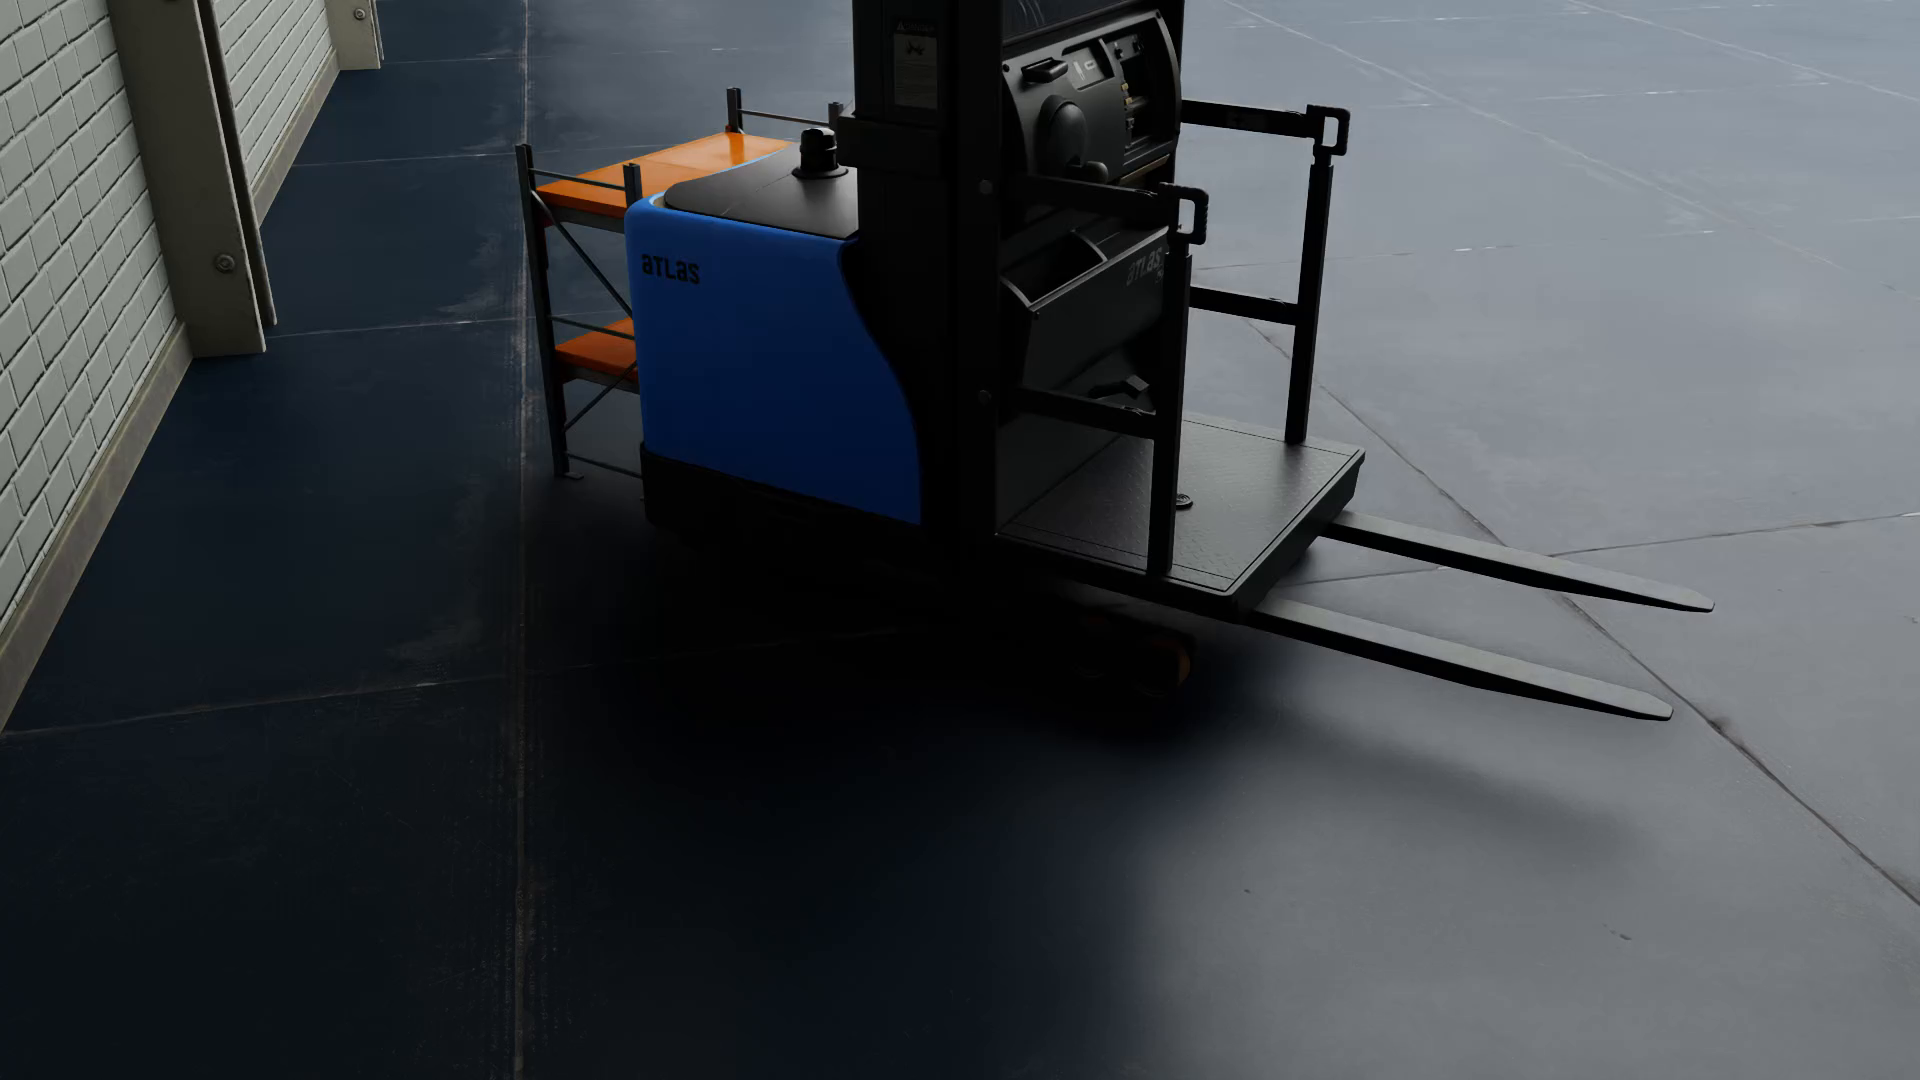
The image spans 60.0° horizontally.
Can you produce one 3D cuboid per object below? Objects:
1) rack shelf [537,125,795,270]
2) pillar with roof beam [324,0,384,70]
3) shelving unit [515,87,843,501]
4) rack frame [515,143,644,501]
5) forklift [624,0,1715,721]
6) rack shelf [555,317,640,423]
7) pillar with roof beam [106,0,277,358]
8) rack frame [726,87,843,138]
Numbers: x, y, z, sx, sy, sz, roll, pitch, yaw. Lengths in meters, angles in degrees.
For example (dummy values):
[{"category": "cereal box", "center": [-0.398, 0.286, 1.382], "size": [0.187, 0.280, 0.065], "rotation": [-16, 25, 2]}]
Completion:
[{"category": "rack shelf", "center": [-0.898, -1.131, 5.592], "size": [0.538, 0.278, 1.000], "rotation": [16, 31, 29]}, {"category": "pillar with roof beam", "center": [-0.182, -7.922, 10.958], "size": [9.100, 9.000, 0.400], "rotation": [-6, 27, -12]}, {"category": "shelving unit", "center": [-0.897, -0.870, 5.724], "size": [0.538, 1.125, 1.048], "rotation": [16, 31, 29]}, {"category": "rack frame", "center": [-1.175, -0.678, 5.343], "size": [0.500, 1.125, 0.032], "rotation": [16, 31, 29]}, {"category": "forklift", "center": [0.540, -1.164, 4.303], "size": [3.031, 2.935, 1.130], "rotation": [15, 30, 27]}, {"category": "rack shelf", "center": [-0.897, -0.651, 5.834], "size": [0.538, 0.278, 1.000], "rotation": [16, 31, 29]}, {"category": "pillar with roof beam", "center": [1.170, -5.288, 5.740], "size": [9.100, 9.000, 0.400], "rotation": [-6, 27, -12]}, {"category": "rack frame", "center": [-0.620, -1.062, 6.104], "size": [0.500, 1.125, 0.032], "rotation": [16, 31, 29]}]
